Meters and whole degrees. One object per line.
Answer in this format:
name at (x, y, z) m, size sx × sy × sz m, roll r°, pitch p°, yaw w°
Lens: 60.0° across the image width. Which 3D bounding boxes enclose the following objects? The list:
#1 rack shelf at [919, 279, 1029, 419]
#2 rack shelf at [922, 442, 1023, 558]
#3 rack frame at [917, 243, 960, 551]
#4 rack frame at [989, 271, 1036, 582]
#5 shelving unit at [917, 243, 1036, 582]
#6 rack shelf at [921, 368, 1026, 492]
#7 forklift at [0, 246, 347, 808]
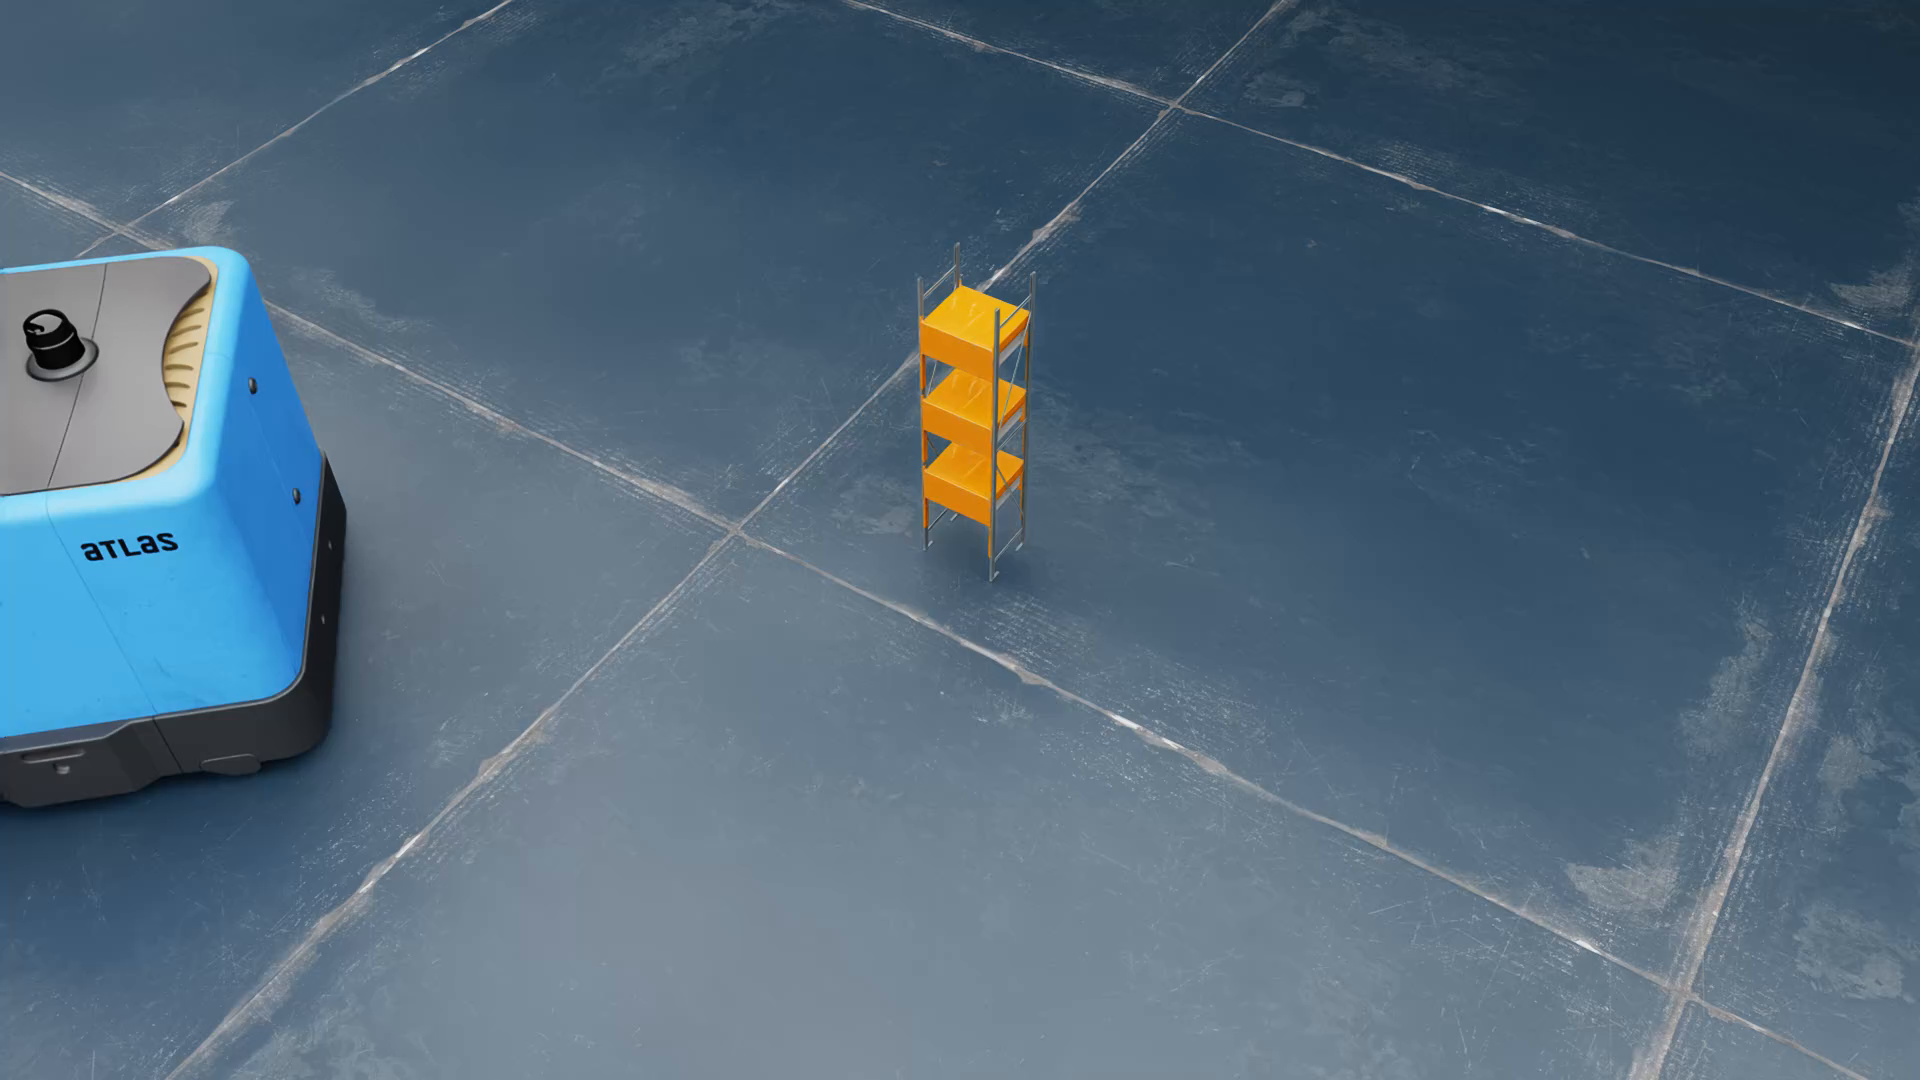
rack shelf at (0.045, -0.536, 4.657) m, size 0.240 × 0.259 × 0.215 m, roll 25°, pitch 51°, yaw 22°
rack shelf at (0.045, -0.144, 5.060) m, size 0.240 × 0.259 × 0.215 m, roll 25°, pitch 51°, yaw 22°
rack frame at (-0.058, -0.392, 4.899) m, size 0.008 × 1.050 × 0.200 m, roll 25°, pitch 51°, yaw 22°
rack frame at (0.148, -0.298, 4.807) m, size 0.008 × 1.050 × 0.200 m, roll 25°, pitch 51°, yaw 22°
shelving unit at (0.045, -0.345, 4.853) m, size 0.252 × 1.050 × 0.215 m, roll 25°, pitch 51°, yaw 22°
rack shelf at (0.045, -0.338, 4.861) m, size 0.240 × 0.259 × 0.215 m, roll 25°, pitch 51°, yaw 22°
forklift at (-3.331, -0.544, 3.735) m, size 3.031 × 2.935 × 1.130 m, roll -8°, pitch 46°, yaw -8°
